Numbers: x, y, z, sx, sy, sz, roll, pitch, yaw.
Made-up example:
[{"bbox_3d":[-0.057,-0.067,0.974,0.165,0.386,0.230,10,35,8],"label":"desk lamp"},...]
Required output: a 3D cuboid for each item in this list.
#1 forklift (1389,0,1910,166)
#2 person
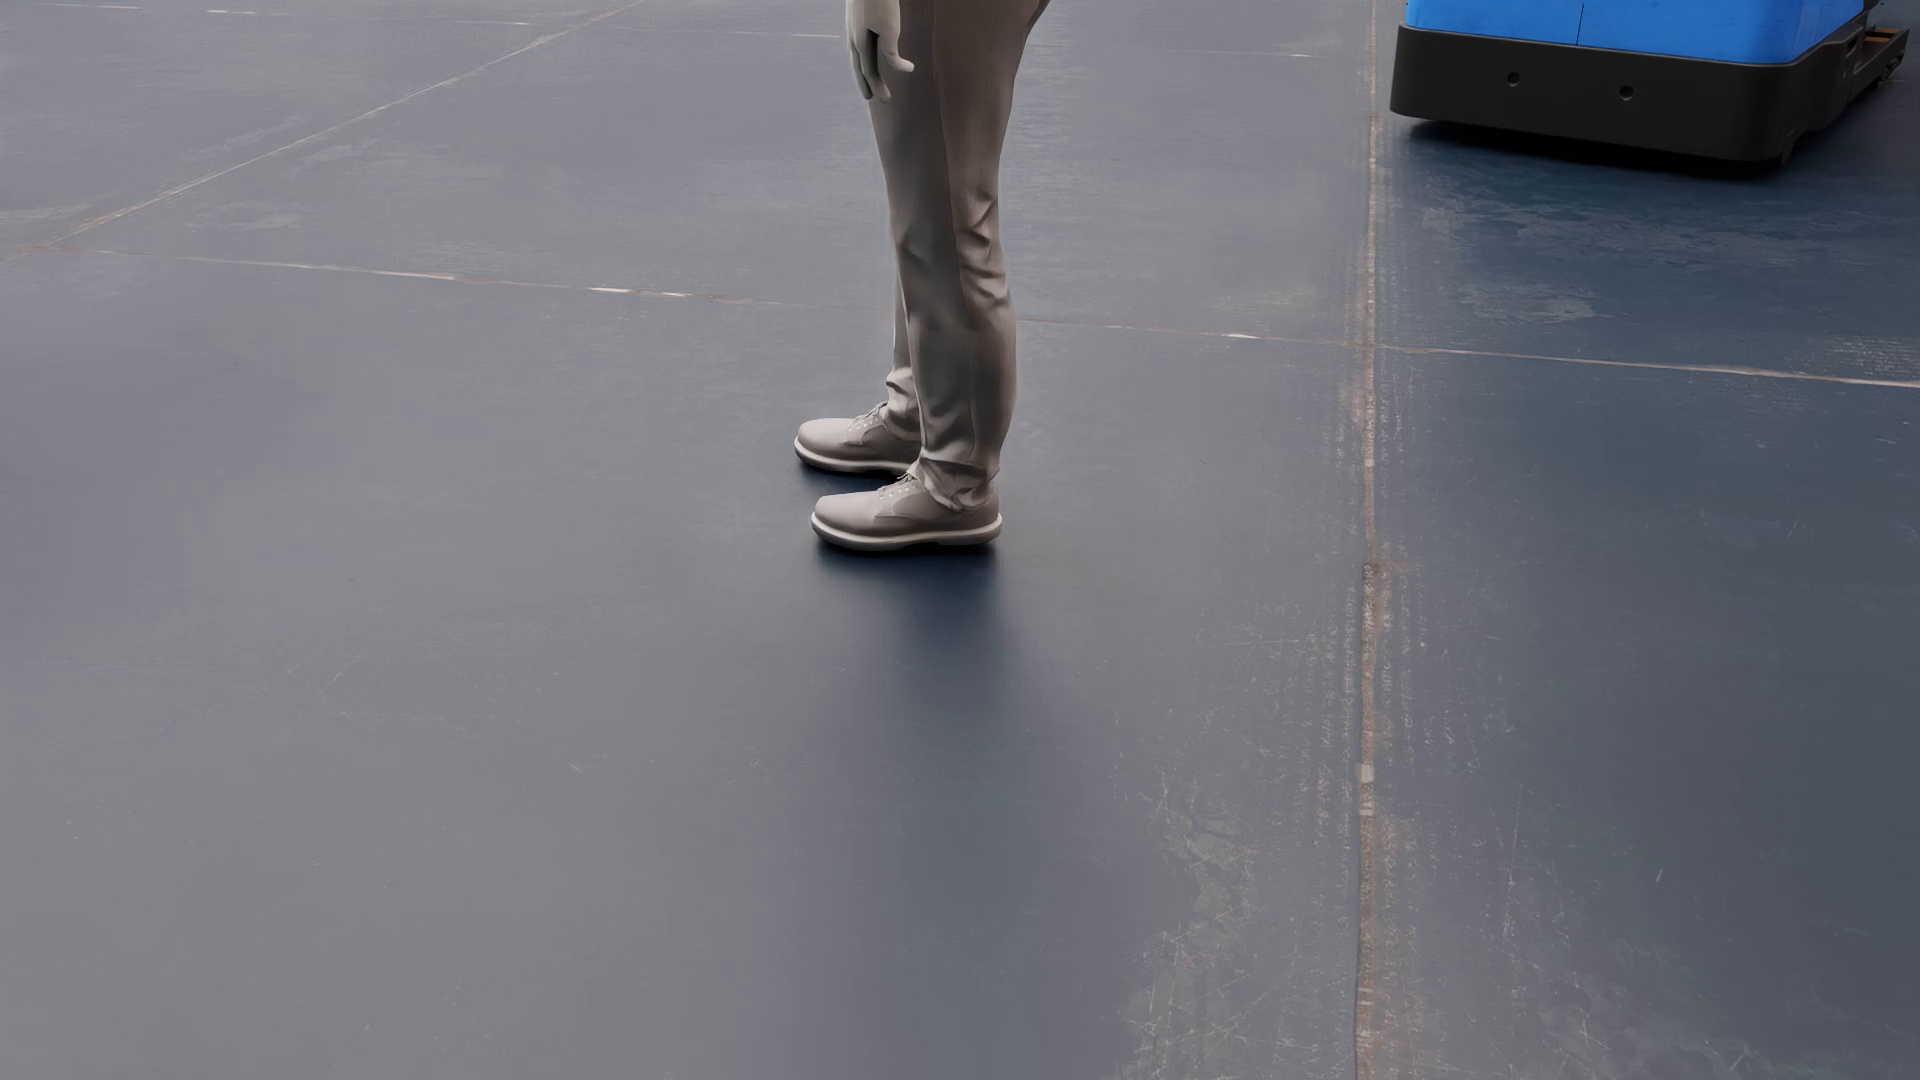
[{"bbox_3d":[2.506,-2.889,4.973,1.130,2.935,3.031,18,32,31],"label":"forklift"},{"bbox_3d":[-0.066,-0.773,2.135,0.530,1.694,0.587,6,27,11],"label":"person"}]
